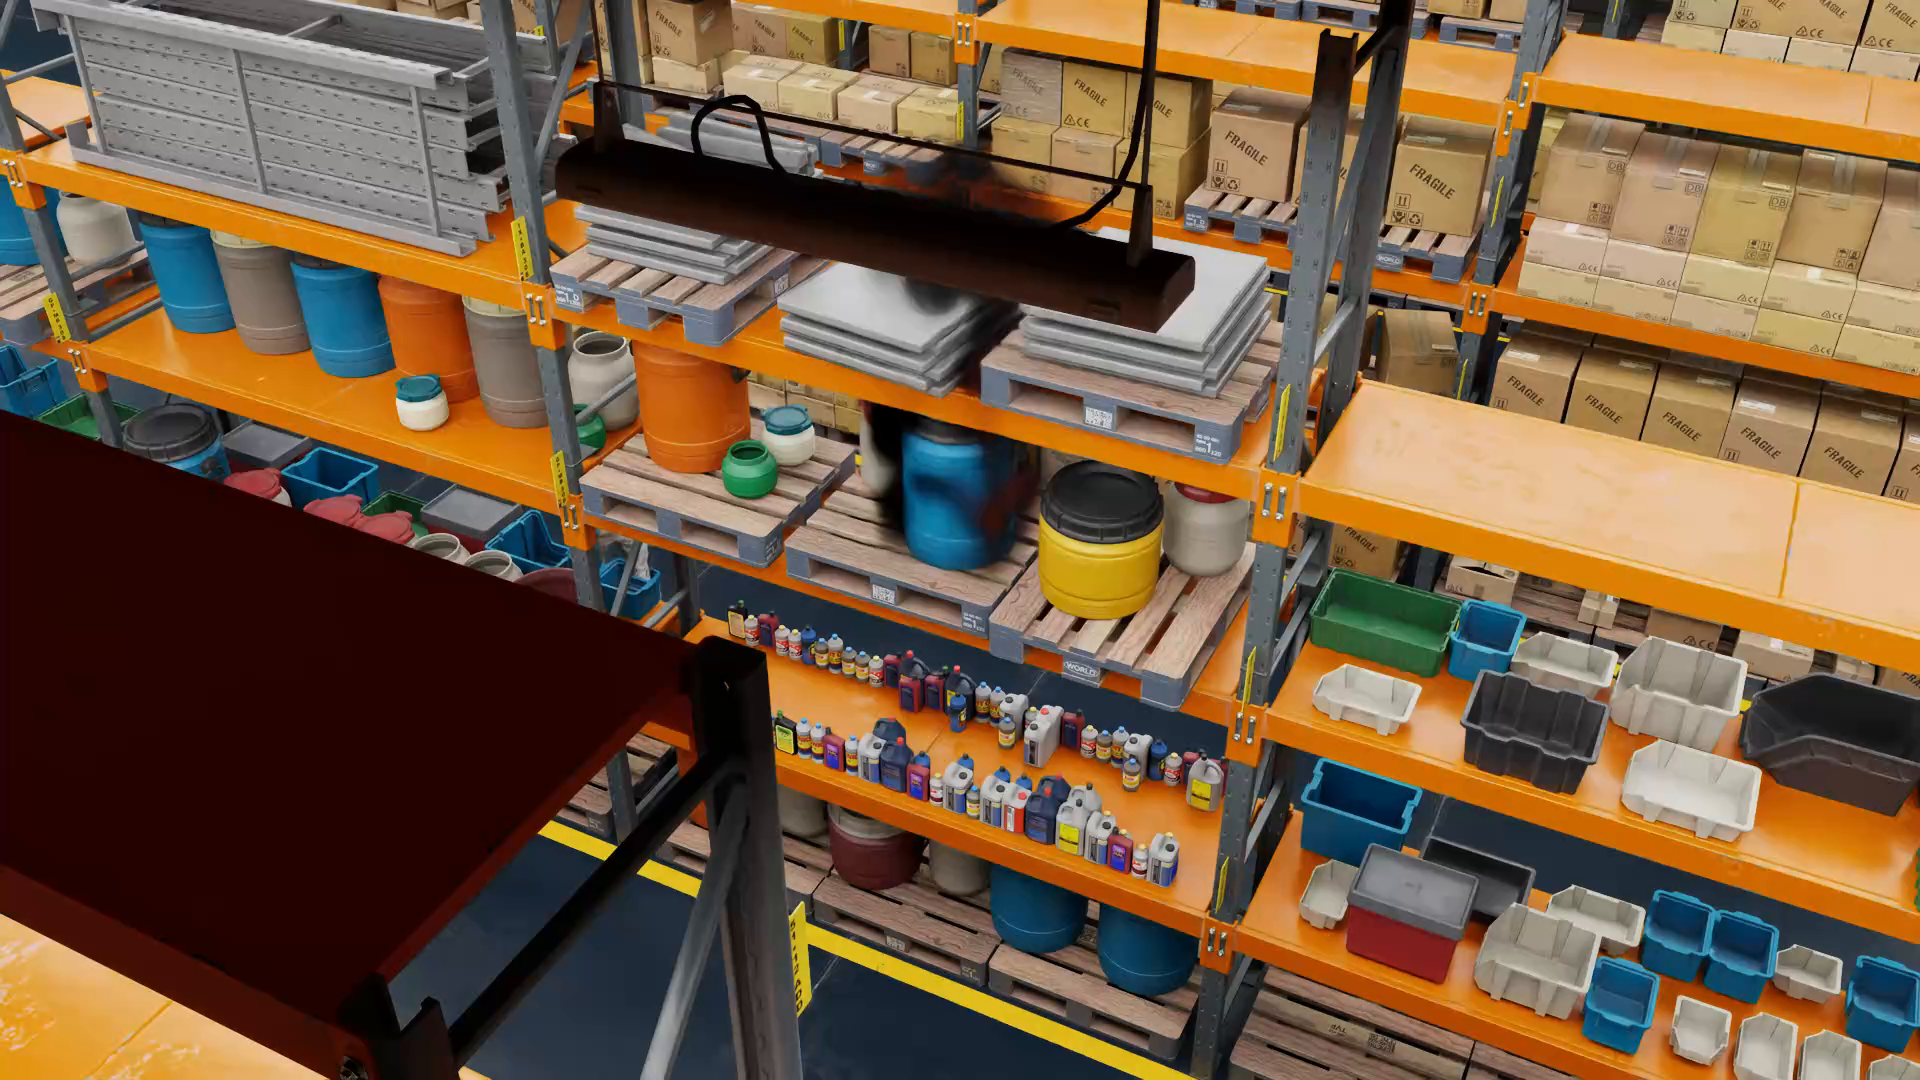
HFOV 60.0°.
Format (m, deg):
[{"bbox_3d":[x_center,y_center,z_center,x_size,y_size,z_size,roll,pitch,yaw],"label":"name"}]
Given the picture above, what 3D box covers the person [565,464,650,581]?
[{"bbox_3d":[-2.620,-0.127,12.531,0.753,1.774,0.770,-16,38,-22],"label":"person"}]
